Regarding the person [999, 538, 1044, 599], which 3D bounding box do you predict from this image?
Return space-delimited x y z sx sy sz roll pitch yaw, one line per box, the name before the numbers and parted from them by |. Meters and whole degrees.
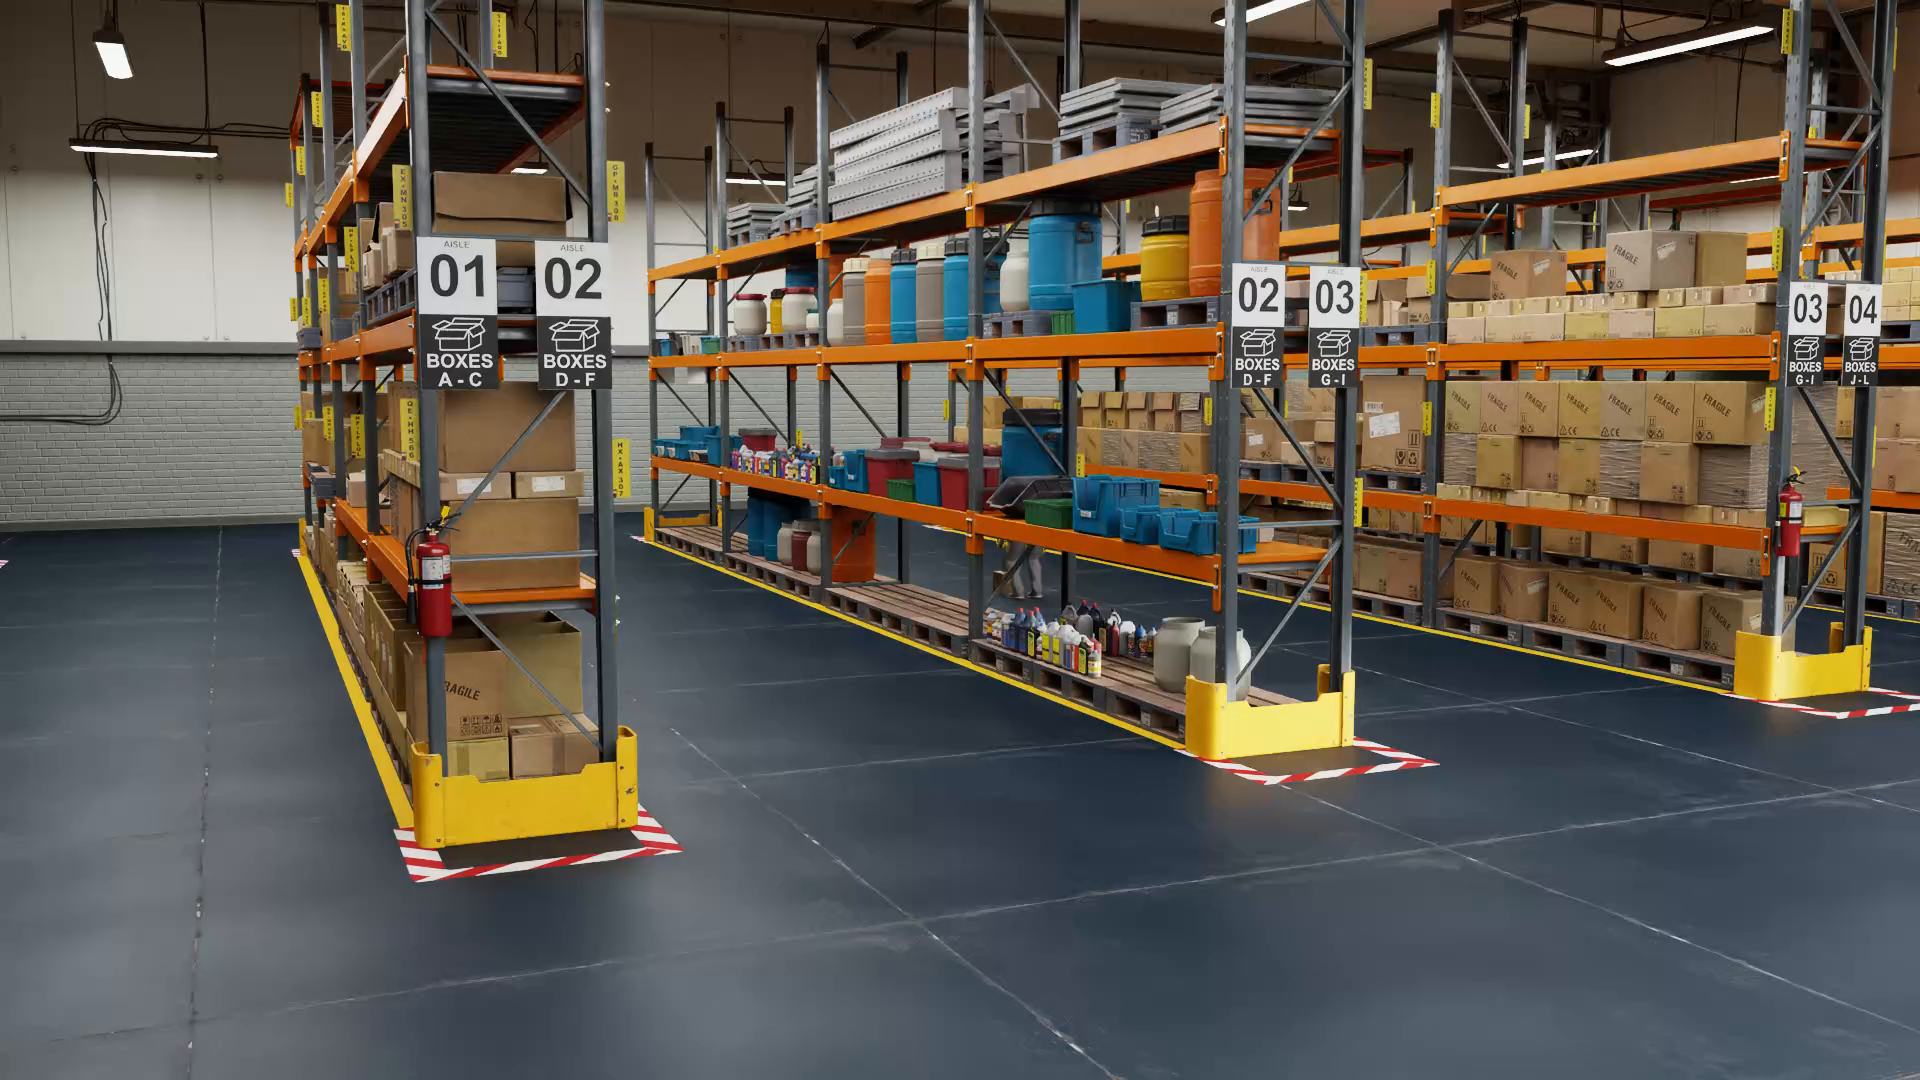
person | 0.686 -0.039 18.769 0.495 1.414 0.690 -2 6 -23
